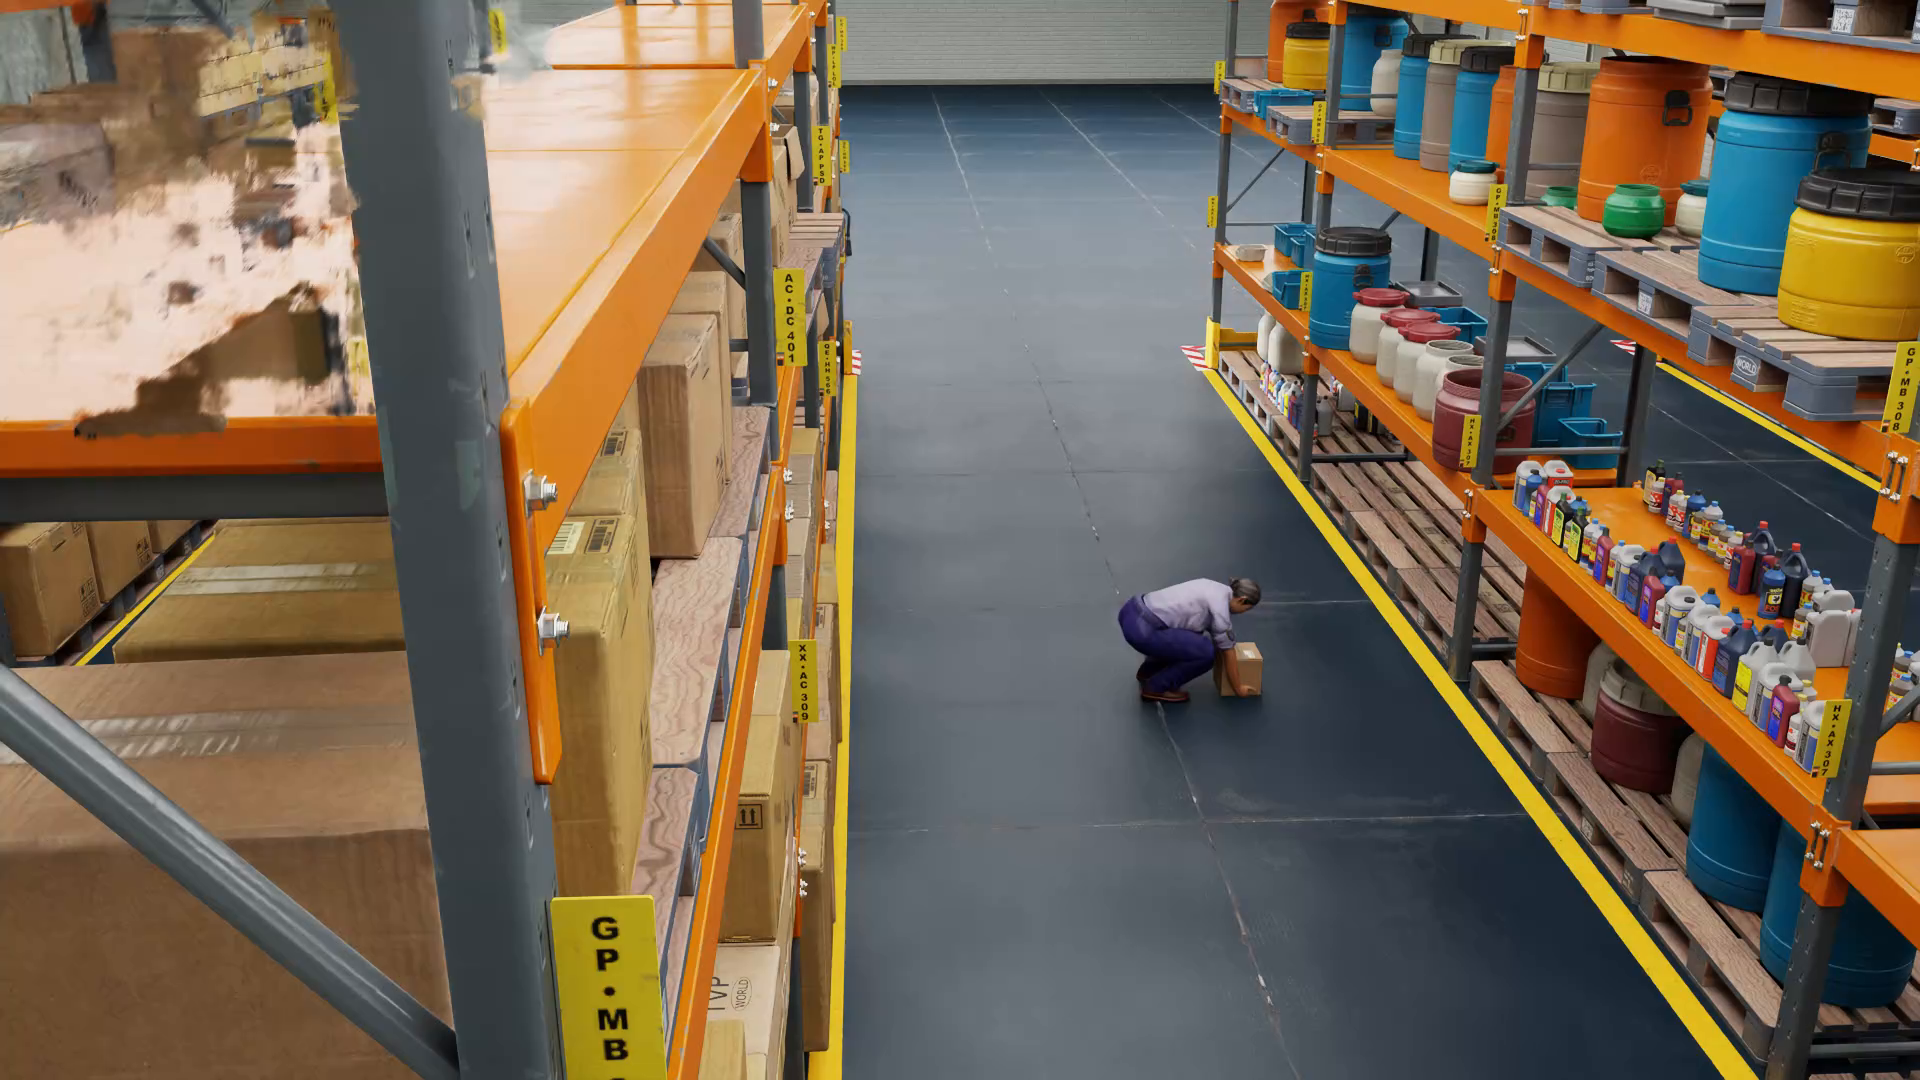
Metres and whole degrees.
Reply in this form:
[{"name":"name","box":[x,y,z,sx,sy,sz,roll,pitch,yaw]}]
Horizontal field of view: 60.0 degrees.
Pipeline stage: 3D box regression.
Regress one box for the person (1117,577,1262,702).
[{"name":"person","box":[1.424,0.604,10.333,0.897,0.736,0.508,-2,21,-4]}]
